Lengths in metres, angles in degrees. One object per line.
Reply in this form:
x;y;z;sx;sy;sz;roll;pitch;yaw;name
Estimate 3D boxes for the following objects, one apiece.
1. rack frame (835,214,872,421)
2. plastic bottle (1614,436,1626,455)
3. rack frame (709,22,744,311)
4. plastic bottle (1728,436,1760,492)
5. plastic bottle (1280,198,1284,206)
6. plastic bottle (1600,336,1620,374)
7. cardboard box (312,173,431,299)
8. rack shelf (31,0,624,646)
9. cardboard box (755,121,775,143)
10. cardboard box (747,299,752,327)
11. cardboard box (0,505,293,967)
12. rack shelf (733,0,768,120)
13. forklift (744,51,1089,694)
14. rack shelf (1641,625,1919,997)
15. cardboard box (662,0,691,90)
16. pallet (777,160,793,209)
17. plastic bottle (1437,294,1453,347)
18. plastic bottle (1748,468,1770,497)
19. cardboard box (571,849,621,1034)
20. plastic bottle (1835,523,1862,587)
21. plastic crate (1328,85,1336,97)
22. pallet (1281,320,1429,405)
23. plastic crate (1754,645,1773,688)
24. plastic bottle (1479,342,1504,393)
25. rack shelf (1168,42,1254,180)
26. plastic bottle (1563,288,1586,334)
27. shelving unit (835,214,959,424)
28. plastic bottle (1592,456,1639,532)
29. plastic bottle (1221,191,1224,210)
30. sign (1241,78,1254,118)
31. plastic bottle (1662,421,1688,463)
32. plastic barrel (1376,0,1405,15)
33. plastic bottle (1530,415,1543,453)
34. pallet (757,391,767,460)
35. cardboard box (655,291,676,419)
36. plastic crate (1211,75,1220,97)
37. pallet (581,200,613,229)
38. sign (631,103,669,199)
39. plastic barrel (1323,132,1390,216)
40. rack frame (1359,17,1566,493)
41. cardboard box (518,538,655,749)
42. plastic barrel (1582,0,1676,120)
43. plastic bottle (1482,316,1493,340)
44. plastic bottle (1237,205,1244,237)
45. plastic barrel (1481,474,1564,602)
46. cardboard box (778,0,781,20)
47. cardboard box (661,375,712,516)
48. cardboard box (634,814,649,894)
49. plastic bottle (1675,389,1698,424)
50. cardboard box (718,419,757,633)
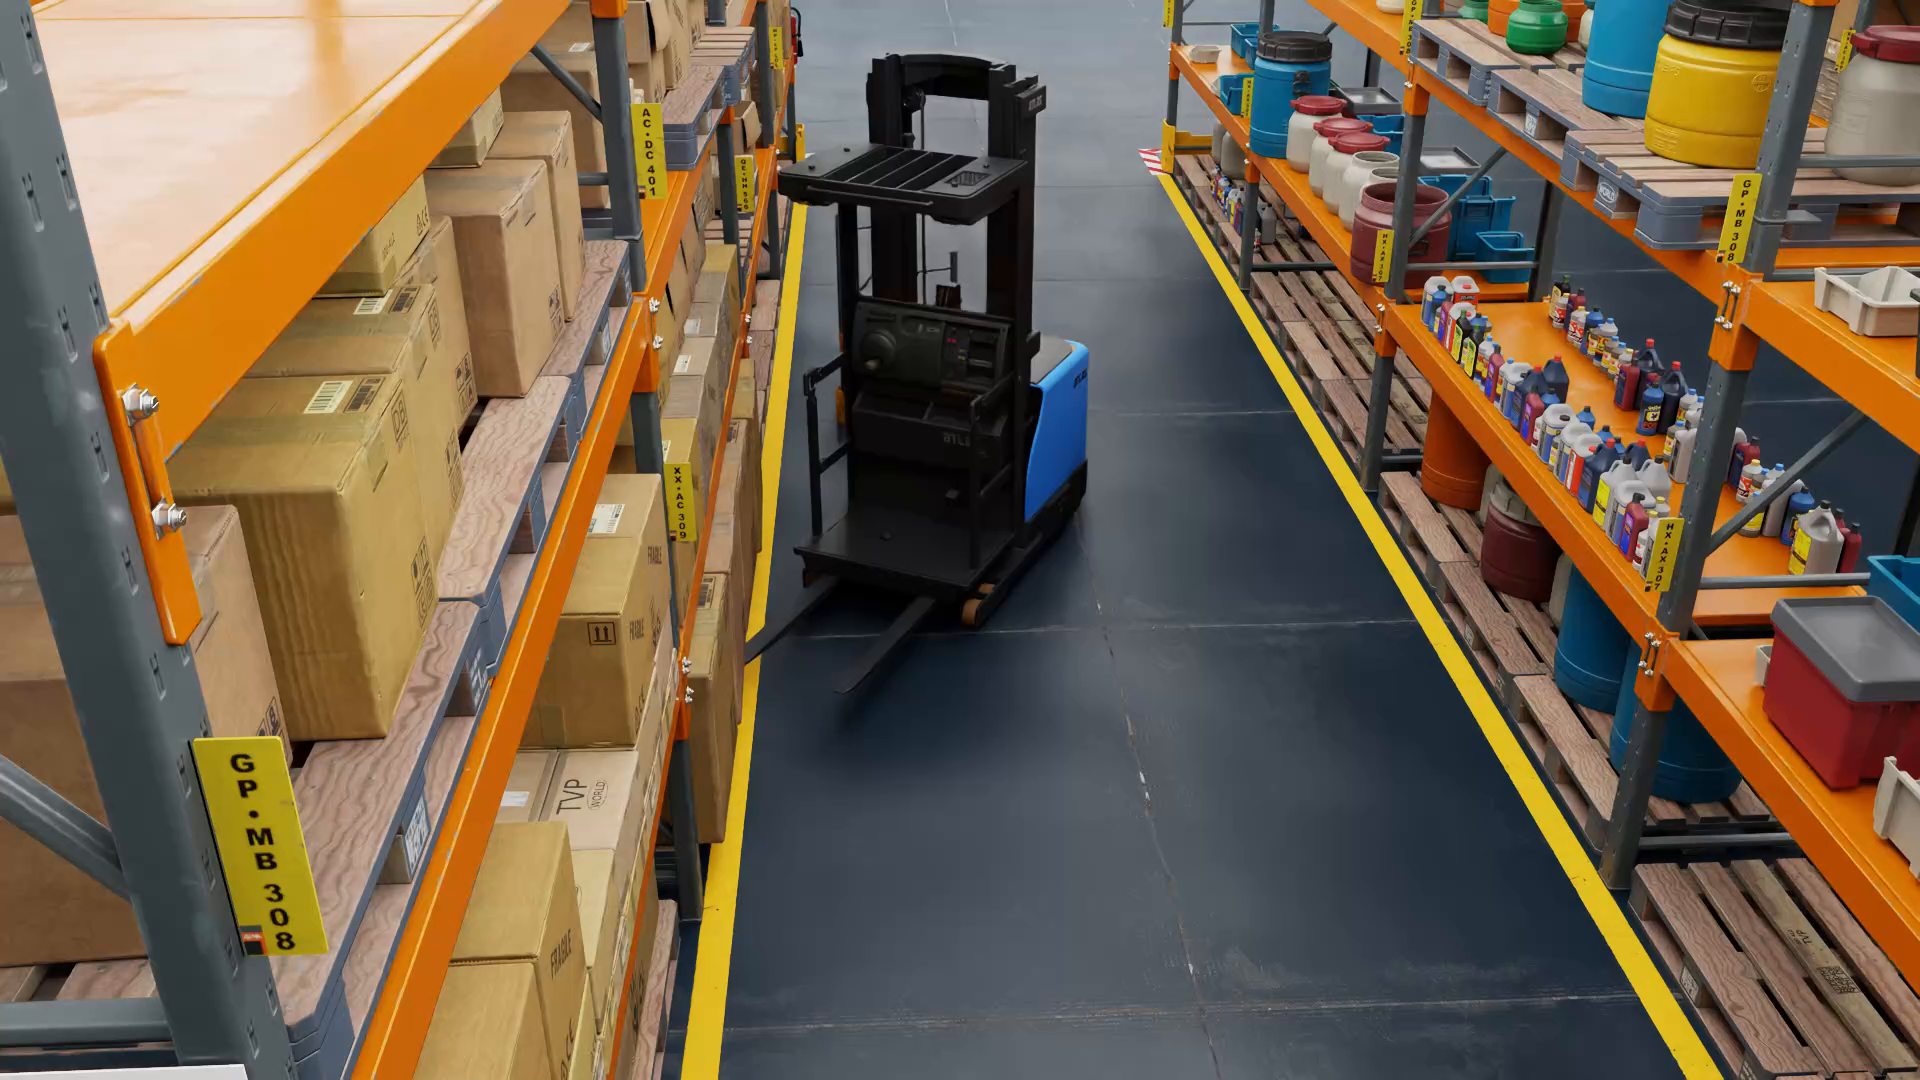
-0.604;-1.563;11.625;0.500;1.500;0.032;-10;29;-18;rack frame
3.074;-0.359;7.833;0.097;0.271;0.097;0;28;0;plastic bottle
-1.816;-1.556;9.990;1.000;3.000;0.127;-1;28;-3;rack frame
3.700;-0.366;7.835;0.061;0.283;0.133;-1;28;-3;plastic bottle
3.116;-3.294;15.872;0.097;0.201;0.097;0;28;0;plastic bottle
3.603;-1.026;9.188;0.097;0.201;0.097;0;28;0;plastic bottle
-1.493;-0.732;3.685;0.500;0.250;0.500;-2;28;-4;cardboard box
-1.502;-0.949;3.548;1.077;0.370;4.000;-1;28;-3;rack shelf
-1.735;-3.398;13.794;0.380;0.149;0.250;-1;28;-3;cardboard box
-2.008;-1.985;13.040;0.700;0.500;0.500;-2;28;-3;cardboard box
-1.479;0.295;2.527;0.700;0.500;0.500;-3;28;-6;cardboard box
-1.920;-3.491;11.233;1.077;0.370;4.000;-1;28;-3;rack shelf
-0.259;-1.036;9.066;1.130;2.935;3.031;12;30;21;forklift
3.444;1.414;5.073;1.077;0.370;4.000;-1;28;-3;rack shelf
-1.579;-2.440;7.879;0.500;0.500;0.500;0;28;0;cardboard box
-2.222;-3.603;16.930;1.003;0.211;1.213;-1;28;-3;pallet
2.802;-1.263;9.555;0.061;0.283;0.133;-1;28;-3;plastic bottle
3.693;-0.231;7.665;0.097;0.201;0.097;0;28;0;plastic bottle
-1.242;1.132;4.676;0.500;0.250;0.500;-2;28;-4;cardboard box
3.746;0.044;7.049;0.061;0.283;0.133;-1;28;-3;plastic bottle
3.021;-3.740;14.244;0.767;0.338;0.504;-1;28;-3;plastic crate
3.068;-1.360;12.629;1.003;0.211;1.213;-1;28;-3;pallet
3.221;0.480;6.306;0.396;0.136;0.243;-1;28;-3;plastic crate
2.857;-0.930;8.928;0.097;0.271;0.097;0;28;0;plastic bottle
2.817;-4.127;15.698;1.077;0.370;4.000;-1;28;-3;rack shelf
3.590;-1.341;9.703;0.061;0.283;0.133;-1;28;-3;plastic bottle
-0.423;-1.339;11.196;0.587;1.500;1.083;-10;29;-18;shelving unit
2.965;-0.223;7.487;0.144;0.351;0.185;-1;28;-3;plastic bottle
2.525;-3.229;15.748;0.097;0.201;0.097;0;28;0;plastic bottle
2.372;-3.637;13.681;0.100;0.325;0.005;-1;28;-3;sign
3.512;-0.486;8.154;0.097;0.201;0.097;0;28;0;plastic bottle
2.831;-3.526;10.672;0.301;0.262;0.301;0;28;0;plastic barrel
2.898;-0.538;8.253;0.097;0.201;0.097;0;28;0;plastic bottle
-1.855;-0.680;11.326;1.003;0.211;1.213;-1;28;-3;pallet
-1.673;-0.810;7.366;0.797;0.503;0.637;-1;28;-2;cardboard box
2.584;-4.150;15.248;0.530;0.136;0.437;-1;28;-3;plastic crate
-1.704;-1.376;6.608;0.805;0.209;1.217;-2;28;-5;pallet
-1.053;-1.317;5.643;0.100;0.325;0.005;-1;28;-3;sign
2.814;-2.597;11.839;0.433;0.535;0.433;0;28;0;plastic barrel
3.131;-1.676;10.219;1.000;3.000;0.127;-1;28;-3;rack frame
-1.294;0.331;5.402;0.500;0.500;0.500;-1;28;-2;cardboard box
3.098;-2.351;7.275;0.600;0.901;0.708;-1;28;-3;plastic barrel
2.978;-1.178;9.479;0.097;0.201;0.097;0;28;0;plastic bottle
2.590;-2.922;14.998;0.144;0.351;0.185;-3;28;-5;plastic bottle
3.232;-0.045;9.247;0.600;0.588;0.708;-1;28;-3;plastic barrel
-1.884;-4.929;14.946;0.500;0.500;0.500;-1;28;-3;cardboard box
-1.434;-0.435;7.732;0.500;0.500;0.500;-2;28;-4;cardboard box
-1.209;1.011;5.340;0.380;0.149;0.250;-1;28;-2;cardboard box
3.652;-0.628;8.350;0.097;0.271;0.097;0;28;0;plastic bottle
-1.761;-0.069;8.982;1.225;0.875;0.875;-1;28;-2;cardboard box
